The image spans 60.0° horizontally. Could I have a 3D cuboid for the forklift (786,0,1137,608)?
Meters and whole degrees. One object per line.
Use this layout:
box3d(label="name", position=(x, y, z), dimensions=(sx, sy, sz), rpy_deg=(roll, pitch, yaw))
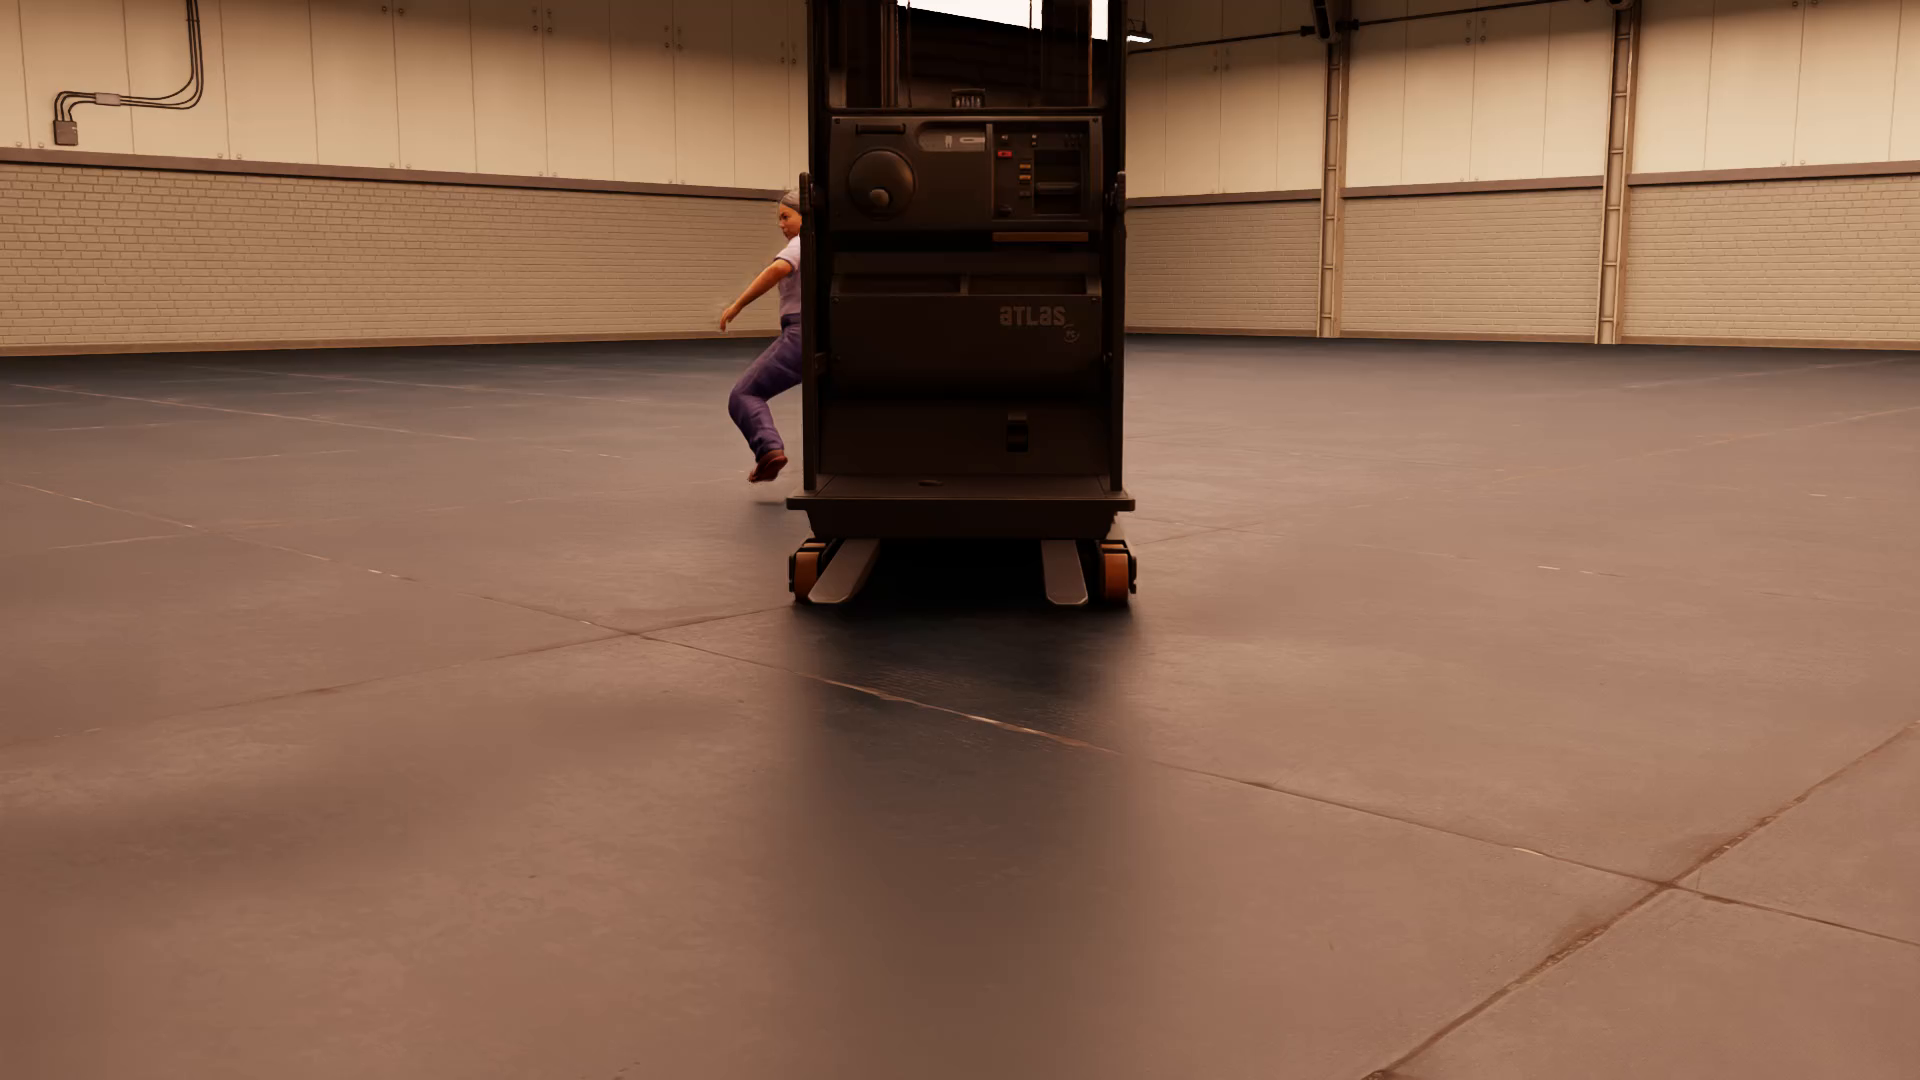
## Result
box3d(label="forklift", position=(0.016, -1.294, 5.467), dimensions=(1.130, 2.935, 3.031), rpy_deg=(0, 9, 2))

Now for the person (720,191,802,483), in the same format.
box3d(label="person", position=(-0.735, -0.960, 8.359), dimensions=(0.508, 1.563, 1.129), rpy_deg=(6, 11, 35))
